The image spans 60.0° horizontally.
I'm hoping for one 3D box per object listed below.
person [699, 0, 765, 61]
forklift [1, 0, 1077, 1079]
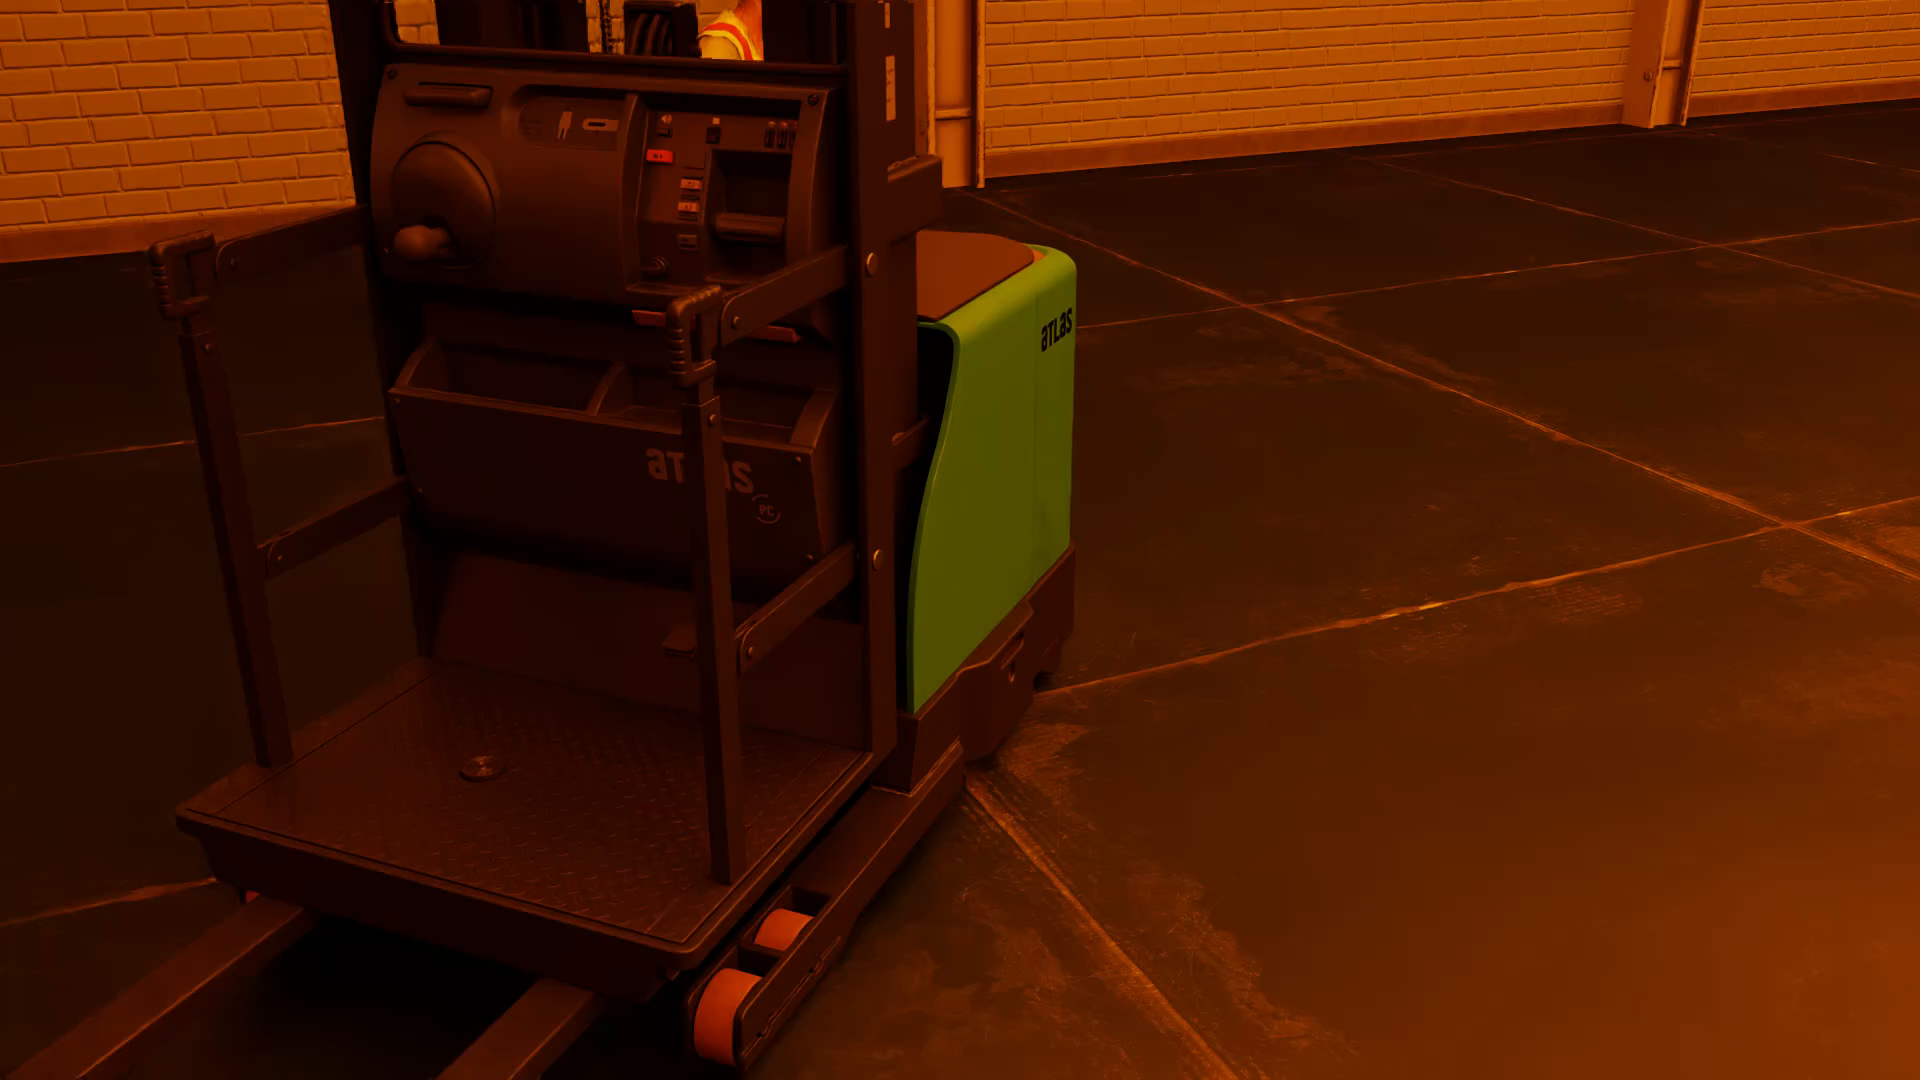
[{"bbox_3d":[-0.703,-1.020,5.345,0.464,1.750,0.887,7,24,17],"label":"person"},{"bbox_3d":[-0.742,-0.621,2.781,1.130,2.935,3.031,9,24,21],"label":"forklift"}]
